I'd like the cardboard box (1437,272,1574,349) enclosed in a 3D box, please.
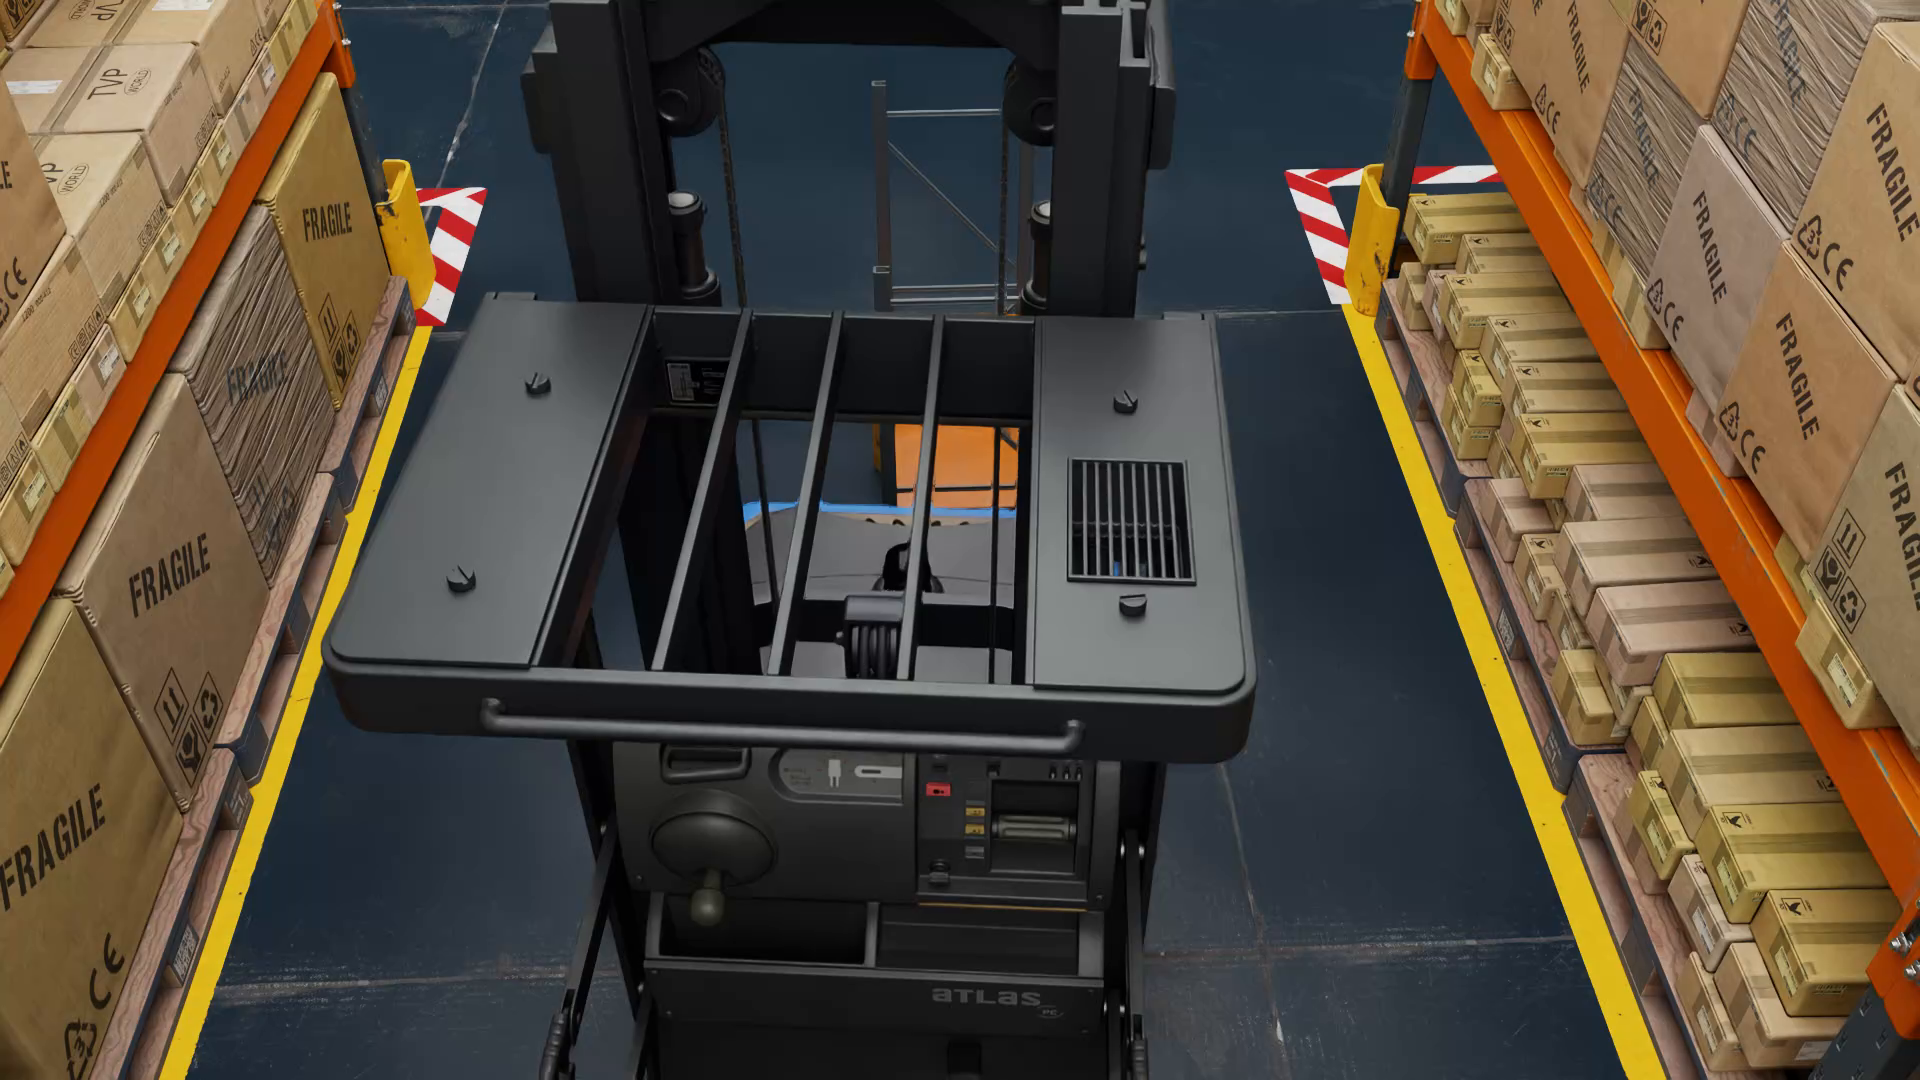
[{"bbox_3d":[1.884,-0.795,5.756,0.380,0.149,0.250,-2,43,-2],"label":"cardboard box"}]

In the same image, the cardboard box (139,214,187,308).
[{"bbox_3d":[-2.365,-0.762,4.548,0.380,0.149,0.250,-1,43,-1],"label":"cardboard box"}]

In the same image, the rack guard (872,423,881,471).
[{"bbox_3d":[-0.018,-0.377,5.976,0.587,0.250,0.087,-2,43,-2],"label":"rack guard"}]

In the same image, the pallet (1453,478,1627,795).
[{"bbox_3d":[2.238,0.258,5.312,1.003,0.211,1.213,-2,43,-2],"label":"pallet"}]

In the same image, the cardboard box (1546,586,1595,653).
[{"bbox_3d":[2.011,0.273,5.031,0.380,0.149,0.250,-1,43,-1],"label":"cardboard box"}]

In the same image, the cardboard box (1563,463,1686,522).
[{"bbox_3d":[2.051,-0.097,4.994,0.380,0.149,0.250,-2,43,-2],"label":"cardboard box"}]

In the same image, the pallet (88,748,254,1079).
[{"bbox_3d":[-2.558,1.095,4.399,1.003,0.211,1.213,-2,43,-2],"label":"pallet"}]

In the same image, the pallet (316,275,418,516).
[{"bbox_3d":[-2.661,-0.552,6.196,1.003,0.211,1.213,-2,43,-2],"label":"pallet"}]

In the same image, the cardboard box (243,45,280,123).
[{"bbox_3d":[-2.407,-1.448,5.296,0.380,0.149,0.250,-2,43,-2],"label":"cardboard box"}]

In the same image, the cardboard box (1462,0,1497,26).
[{"bbox_3d":[1.930,-2.027,5.448,0.500,0.500,0.500,0,43,0],"label":"cardboard box"}]

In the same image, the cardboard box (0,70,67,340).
[{"bbox_3d":[-2.408,-0.763,3.698,0.500,0.500,0.500,-3,43,-3],"label":"cardboard box"}]

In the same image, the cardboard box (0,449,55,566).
[{"bbox_3d":[-2.320,-0.067,3.789,0.380,0.149,0.250,-3,43,-3],"label":"cardboard box"}]

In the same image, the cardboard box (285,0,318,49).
[{"bbox_3d":[-2.429,-1.794,5.673,0.380,0.149,0.250,-1,43,-1],"label":"cardboard box"}]

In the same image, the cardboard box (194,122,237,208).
[{"bbox_3d":[-2.384,-1.105,4.921,0.380,0.149,0.250,-3,43,-3],"label":"cardboard box"}]

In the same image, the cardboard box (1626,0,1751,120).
[{"bbox_3d":[1.993,-1.360,3.980,0.500,0.500,0.500,-3,43,-3],"label":"cardboard box"}]

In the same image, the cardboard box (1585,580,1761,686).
[{"bbox_3d":[1.976,0.256,4.610,0.380,0.149,0.250,-4,43,-4],"label":"cardboard box"}]

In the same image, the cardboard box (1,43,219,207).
[{"bbox_3d":[-2.445,-1.167,4.694,0.500,0.250,0.500,-3,43,-3],"label":"cardboard box"}]

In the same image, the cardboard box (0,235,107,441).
[{"bbox_3d":[-2.405,-0.482,3.947,0.500,0.250,0.500,-1,43,-1],"label":"cardboard box"}]

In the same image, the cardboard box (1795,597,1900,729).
[{"bbox_3d":[1.991,0.244,3.450,0.380,0.149,0.250,-3,43,-3],"label":"cardboard box"}]

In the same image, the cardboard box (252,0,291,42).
[{"bbox_3d":[-2.488,-1.853,5.442,0.500,0.250,0.500,-2,43,-2],"label":"cardboard box"}]

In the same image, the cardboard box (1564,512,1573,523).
[{"bbox_3d":[2.069,0.022,5.085,0.380,0.149,0.250,0,43,0],"label":"cardboard box"}]

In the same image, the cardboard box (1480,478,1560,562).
[{"bbox_3d":[1.930,-0.075,5.411,0.380,0.149,0.250,-4,43,-4],"label":"cardboard box"}]

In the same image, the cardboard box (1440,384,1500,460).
[{"bbox_3d":[1.901,-0.415,5.782,0.380,0.149,0.250,-1,43,-1],"label":"cardboard box"}]

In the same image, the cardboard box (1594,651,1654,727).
[{"bbox_3d":[2.029,0.385,4.689,0.380,0.149,0.250,-1,43,-1],"label":"cardboard box"}]

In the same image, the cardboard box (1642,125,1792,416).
[{"bbox_3d":[2.013,-0.643,3.937,0.500,0.500,0.500,-2,43,-2],"label":"cardboard box"}]

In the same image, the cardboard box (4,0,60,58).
[{"bbox_3d":[-2.994,-1.490,5.046,0.500,0.250,0.500,-2,43,-2],"label":"cardboard box"}]

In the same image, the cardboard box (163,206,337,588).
[{"bbox_3d":[-2.628,-0.445,5.277,0.875,0.875,0.875,-2,43,-2],"label":"cardboard box"}]

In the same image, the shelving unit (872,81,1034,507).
[{"bbox_3d":[0.003,-0.501,5.187,0.587,1.500,1.083,-2,43,-2],"label":"shelving unit"}]

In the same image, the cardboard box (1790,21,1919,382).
[{"bbox_3d":[2.039,-0.665,3.221,0.500,0.500,0.500,-3,43,-3],"label":"cardboard box"}]

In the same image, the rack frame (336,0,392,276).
[{"bbox_3d":[-2.773,-2.118,5.841,1.000,3.000,0.127,-2,43,-2],"label":"rack frame"}]

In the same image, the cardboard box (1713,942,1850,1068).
[{"bbox_3d":[2.025,1.091,3.918,0.380,0.149,0.250,-1,43,-1],"label":"cardboard box"}]

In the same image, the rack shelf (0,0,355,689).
[{"bbox_3d":[-2.688,-0.502,4.611,1.077,0.370,4.000,-2,43,-2],"label":"rack shelf"}]

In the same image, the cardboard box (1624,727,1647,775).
[{"bbox_3d":[2.106,0.614,4.659,0.380,0.149,0.250,-3,43,-3],"label":"cardboard box"}]

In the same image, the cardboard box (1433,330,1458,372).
[{"bbox_3d":[1.982,-0.759,6.157,0.380,0.149,0.250,-2,43,-2],"label":"cardboard box"}]

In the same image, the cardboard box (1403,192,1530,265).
[{"bbox_3d":[1.869,-1.152,6.145,0.380,0.149,0.250,-3,43,-4],"label":"cardboard box"}]

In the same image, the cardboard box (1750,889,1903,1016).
[{"bbox_3d":[2.081,0.953,3.850,0.380,0.149,0.250,-1,43,-1],"label":"cardboard box"}]

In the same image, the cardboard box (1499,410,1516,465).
[{"bbox_3d":[2.015,-0.342,5.483,0.380,0.149,0.250,-4,43,-4],"label":"cardboard box"}]

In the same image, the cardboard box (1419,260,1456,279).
[{"bbox_3d":[1.952,-1.044,6.248,0.380,0.149,0.250,0,43,0],"label":"cardboard box"}]

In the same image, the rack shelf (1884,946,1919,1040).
[{"bbox_3d":[2.441,2.124,1.745,1.077,0.370,4.000,-2,43,-2],"label":"rack shelf"}]

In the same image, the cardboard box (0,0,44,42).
[{"bbox_3d":[-3.001,-1.779,4.807,0.500,0.500,0.500,-3,43,-3],"label":"cardboard box"}]

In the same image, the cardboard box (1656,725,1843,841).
[{"bbox_3d":[2.013,0.613,4.220,0.380,0.149,0.250,-2,43,-2],"label":"cardboard box"}]

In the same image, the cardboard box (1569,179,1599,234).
[{"bbox_3d":[2.000,-0.995,4.802,0.380,0.149,0.250,-2,43,-3],"label":"cardboard box"}]

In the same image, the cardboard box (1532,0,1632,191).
[{"bbox_3d":[1.986,-1.336,4.693,0.500,0.500,0.500,-1,43,-1],"label":"cardboard box"}]

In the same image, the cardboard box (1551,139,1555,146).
[{"bbox_3d":[2.031,-1.346,5.185,0.380,0.149,0.250,0,43,0],"label":"cardboard box"}]

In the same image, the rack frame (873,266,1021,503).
[{"bbox_3d":[0.025,-0.152,4.806,0.500,1.500,0.032,-2,43,-2],"label":"rack frame"}]

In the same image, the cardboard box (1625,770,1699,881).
[{"bbox_3d":[1.972,0.729,4.314,0.380,0.149,0.250,-3,43,-3],"label":"cardboard box"}]

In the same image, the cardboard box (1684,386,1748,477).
[{"bbox_3d":[2.011,-0.295,4.038,0.380,0.149,0.250,-3,43,-4],"label":"cardboard box"}]

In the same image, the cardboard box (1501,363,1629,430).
[{"bbox_3d":[1.979,-0.443,5.372,0.380,0.149,0.250,0,43,0],"label":"cardboard box"}]

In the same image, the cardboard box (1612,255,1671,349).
[{"bbox_3d":[1.972,-0.638,4.412,0.380,0.149,0.250,-1,43,-1],"label":"cardboard box"}]

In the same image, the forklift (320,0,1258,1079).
[{"bbox_3d":[-0.181,0.612,2.914,1.130,2.935,3.031,2,43,2],"label":"forklift"}]

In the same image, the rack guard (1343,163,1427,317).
[{"bbox_3d":[2.190,-1.219,6.710,1.175,0.500,0.348,-2,43,-2],"label":"rack guard"}]

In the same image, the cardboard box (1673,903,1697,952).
[{"bbox_3d":[2.072,0.972,4.269,0.380,0.149,0.250,-1,43,-1],"label":"cardboard box"}]

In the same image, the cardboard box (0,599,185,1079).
[{"bbox_3d":[-2.552,0.763,3.959,0.875,0.875,0.875,-2,43,-2],"label":"cardboard box"}]

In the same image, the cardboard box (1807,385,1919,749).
[{"bbox_3d":[2.054,0.044,3.188,0.500,0.500,0.500,-2,43,-2],"label":"cardboard box"}]

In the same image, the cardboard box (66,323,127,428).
[{"bbox_3d":[-2.339,-0.409,4.162,0.380,0.149,0.250,-1,43,-1],"label":"cardboard box"}]

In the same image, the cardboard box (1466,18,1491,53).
[{"bbox_3d":[1.925,-1.700,5.571,0.380,0.149,0.250,0,43,0],"label":"cardboard box"}]

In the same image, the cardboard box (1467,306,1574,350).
[{"bbox_3d":[2.006,-0.695,5.867,0.380,0.149,0.250,-1,43,-1],"label":"cardboard box"}]
